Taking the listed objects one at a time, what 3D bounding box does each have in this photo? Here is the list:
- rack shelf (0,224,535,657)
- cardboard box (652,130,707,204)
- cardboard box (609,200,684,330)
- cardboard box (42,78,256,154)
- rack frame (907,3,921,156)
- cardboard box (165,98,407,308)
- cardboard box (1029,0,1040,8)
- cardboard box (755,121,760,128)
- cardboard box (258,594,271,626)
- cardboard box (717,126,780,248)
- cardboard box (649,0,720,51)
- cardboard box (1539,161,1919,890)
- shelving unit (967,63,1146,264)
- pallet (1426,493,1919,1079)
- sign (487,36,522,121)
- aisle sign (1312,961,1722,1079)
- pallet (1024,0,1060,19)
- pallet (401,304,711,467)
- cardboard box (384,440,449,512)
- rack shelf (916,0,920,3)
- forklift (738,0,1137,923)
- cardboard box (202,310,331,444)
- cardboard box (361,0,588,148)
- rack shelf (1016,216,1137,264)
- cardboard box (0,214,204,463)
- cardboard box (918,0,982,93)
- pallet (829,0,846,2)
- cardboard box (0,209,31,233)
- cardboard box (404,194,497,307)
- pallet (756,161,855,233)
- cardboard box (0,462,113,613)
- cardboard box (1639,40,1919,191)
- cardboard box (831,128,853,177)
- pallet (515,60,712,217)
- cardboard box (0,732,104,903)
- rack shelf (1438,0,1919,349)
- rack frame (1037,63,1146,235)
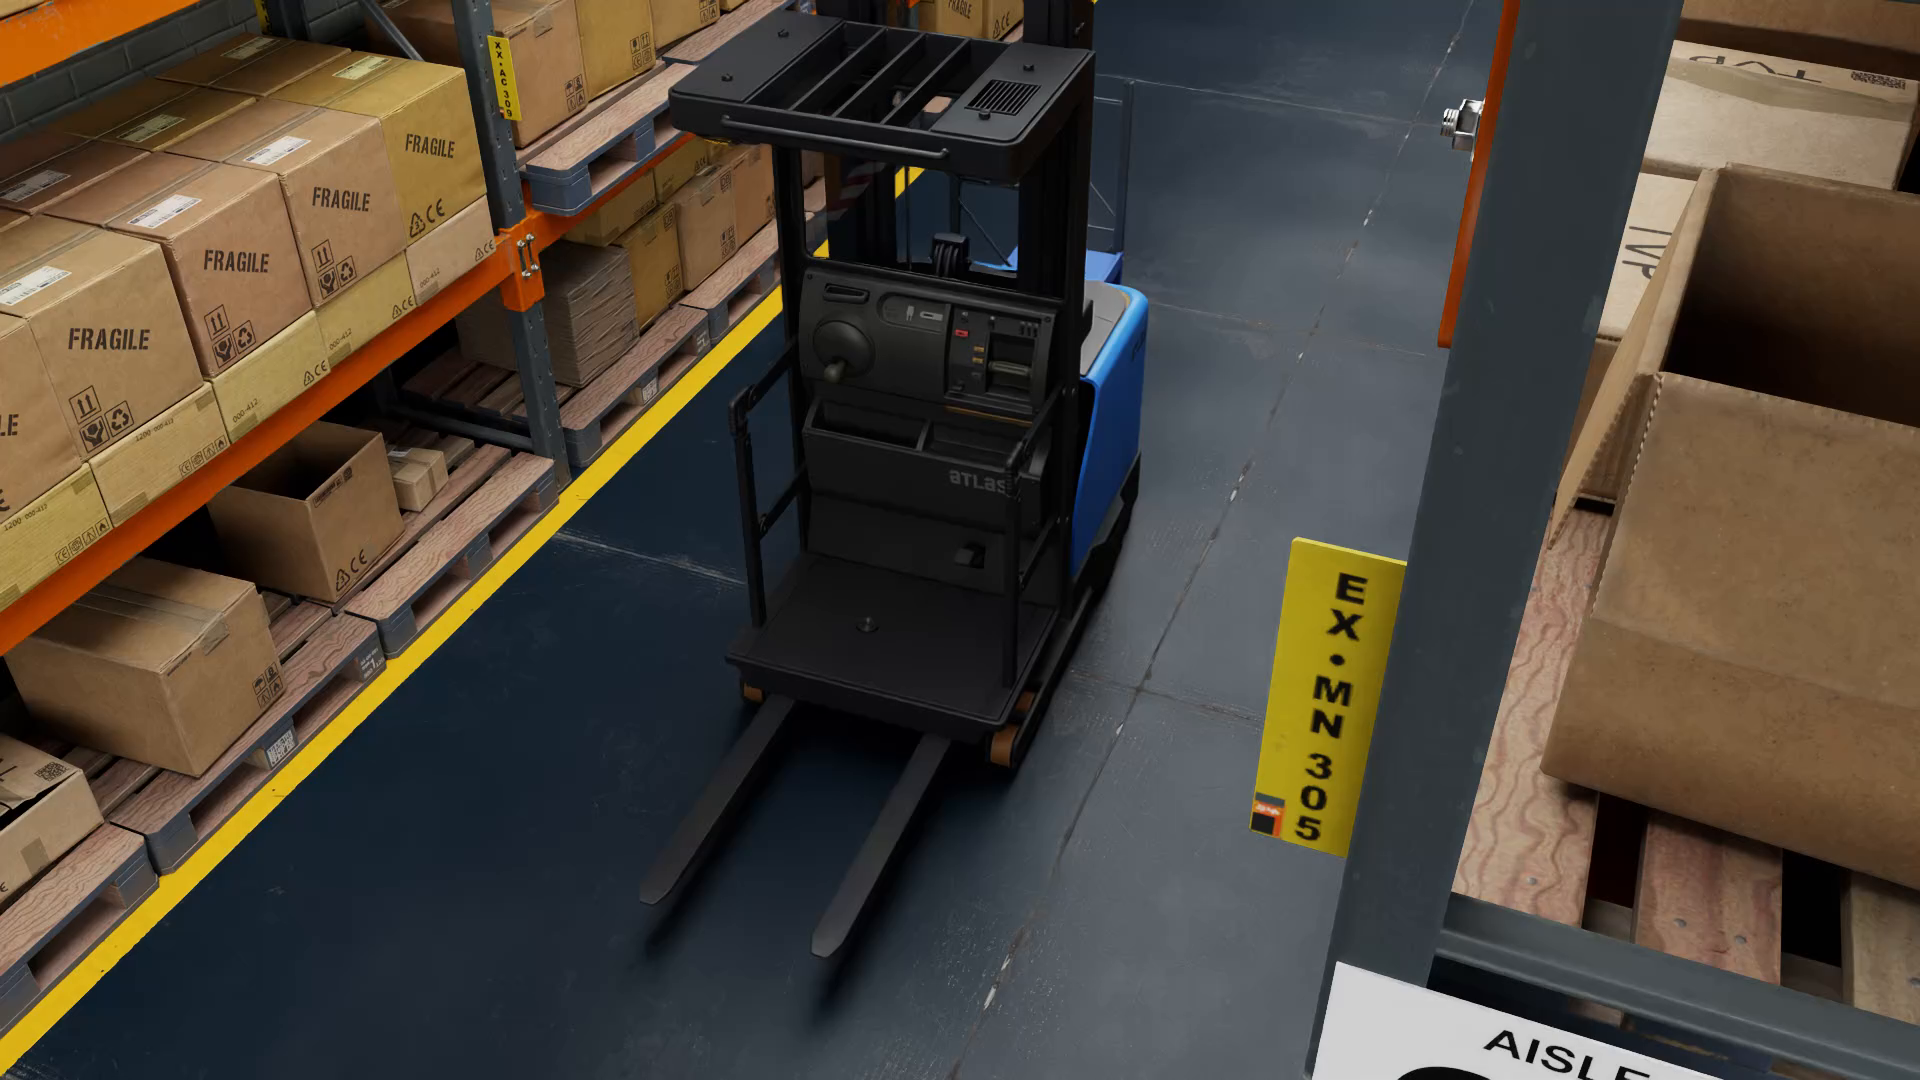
[{"bbox_3d":[-3.019,-0.150,5.546,1.077,0.370,4.000,14,39,18],"label":"rack shelf"},{"bbox_3d":[-1.635,-1.966,8.468,0.500,0.250,0.500,13,39,16],"label":"cardboard box"},{"bbox_3d":[-1.843,-1.429,8.377,0.700,0.500,0.500,13,39,17],"label":"cardboard box"},{"bbox_3d":[-2.831,-1.296,5.960,0.500,0.500,0.500,14,39,17],"label":"cardboard box"},{"bbox_3d":[-0.736,-3.760,9.775,1.000,3.000,0.127,14,39,18],"label":"rack frame"},{"bbox_3d":[-2.337,-1.184,5.811,0.500,0.500,0.500,14,39,17],"label":"cardboard box"},{"bbox_3d":[0.323,-4.400,12.076,0.750,0.750,0.750,15,39,19],"label":"cardboard box"},{"bbox_3d":[-1.237,-2.524,9.215,0.500,0.250,0.500,15,39,19],"label":"cardboard box"},{"bbox_3d":[-2.885,0.301,6.355,0.380,0.149,0.250,11,38,14],"label":"cardboard box"},{"bbox_3d":[-1.428,-1.984,9.120,0.700,0.500,0.500,14,39,18],"label":"cardboard box"},{"bbox_3d":[-1.592,-2.715,7.926,0.700,0.500,0.500,19,41,24],"label":"cardboard box"},{"bbox_3d":[1.025,0.011,1.670,0.797,0.503,0.637,17,40,21],"label":"cardboard box"},{"bbox_3d":[0.445,-1.359,7.815,0.538,1.500,1.048,13,39,16],"label":"shelving unit"},{"bbox_3d":[1.095,0.244,1.987,1.003,0.211,1.213,14,39,18],"label":"pallet"},{"bbox_3d":[-1.753,-1.773,6.393,0.100,0.325,0.005,14,39,18],"label":"sign"},{"bbox_3d":[0.506,0.724,1.605,0.394,0.787,0.004,14,39,18],"label":"aisle sign"},{"bbox_3d":[0.099,-3.736,12.072,1.003,0.211,1.213,14,39,18],"label":"pallet"},{"bbox_3d":[-1.963,-0.860,8.224,1.003,0.211,1.213,14,39,18],"label":"pallet"},{"bbox_3d":[-2.434,-0.284,7.123,0.380,0.166,0.250,9,38,12],"label":"cardboard box"},{"bbox_3d":[0.025,-4.579,11.472,1.077,0.370,4.000,14,39,18],"label":"rack shelf"},{"bbox_3d":[-0.039,-0.715,5.759,1.130,2.935,3.031,7,37,9],"label":"forklift"},{"bbox_3d":[-2.532,-0.606,5.664,0.500,0.250,0.500,14,39,17],"label":"cardboard box"},{"bbox_3d":[-2.033,-2.036,7.017,0.700,0.500,0.500,14,39,18],"label":"cardboard box"},{"bbox_3d":[0.445,-1.215,7.923,0.538,0.185,1.000,13,39,16],"label":"rack shelf"},{"bbox_3d":[-2.736,-0.620,5.056,0.500,0.500,0.500,15,39,19],"label":"cardboard box"},{"bbox_3d":[-0.335,-3.445,10.798,0.750,0.750,0.750,13,39,17],"label":"cardboard box"},{"bbox_3d":[-0.909,-3.264,9.272,1.213,0.211,1.003,14,39,18],"label":"pallet"},{"bbox_3d":[-3.212,-0.731,5.205,0.500,0.500,0.500,14,39,18],"label":"cardboard box"},{"bbox_3d":[-2.158,-1.162,6.408,0.500,0.250,0.500,14,39,18],"label":"cardboard box"},{"bbox_3d":[-1.035,-2.211,10.032,1.003,0.211,1.213,14,39,18],"label":"pallet"},{"bbox_3d":[-2.917,-0.048,4.917,0.500,0.250,0.500,13,39,17],"label":"cardboard box"},{"bbox_3d":[1.208,-0.600,2.649,0.500,0.311,0.500,19,41,23],"label":"cardboard box"},{"bbox_3d":[-0.962,-2.525,9.843,0.700,0.500,0.500,14,39,18],"label":"cardboard box"},{"bbox_3d":[-1.833,-1.859,7.391,1.003,0.211,1.213,14,39,18],"label":"pallet"},{"bbox_3d":[-3.217,0.892,5.430,0.500,0.311,0.500,17,40,21],"label":"cardboard box"},{"bbox_3d":[1.563,-1.266,2.363,1.077,0.370,4.000,14,39,18],"label":"rack shelf"},{"bbox_3d":[0.622,-1.644,8.197,0.500,1.500,0.032,13,39,16],"label":"rack frame"}]
